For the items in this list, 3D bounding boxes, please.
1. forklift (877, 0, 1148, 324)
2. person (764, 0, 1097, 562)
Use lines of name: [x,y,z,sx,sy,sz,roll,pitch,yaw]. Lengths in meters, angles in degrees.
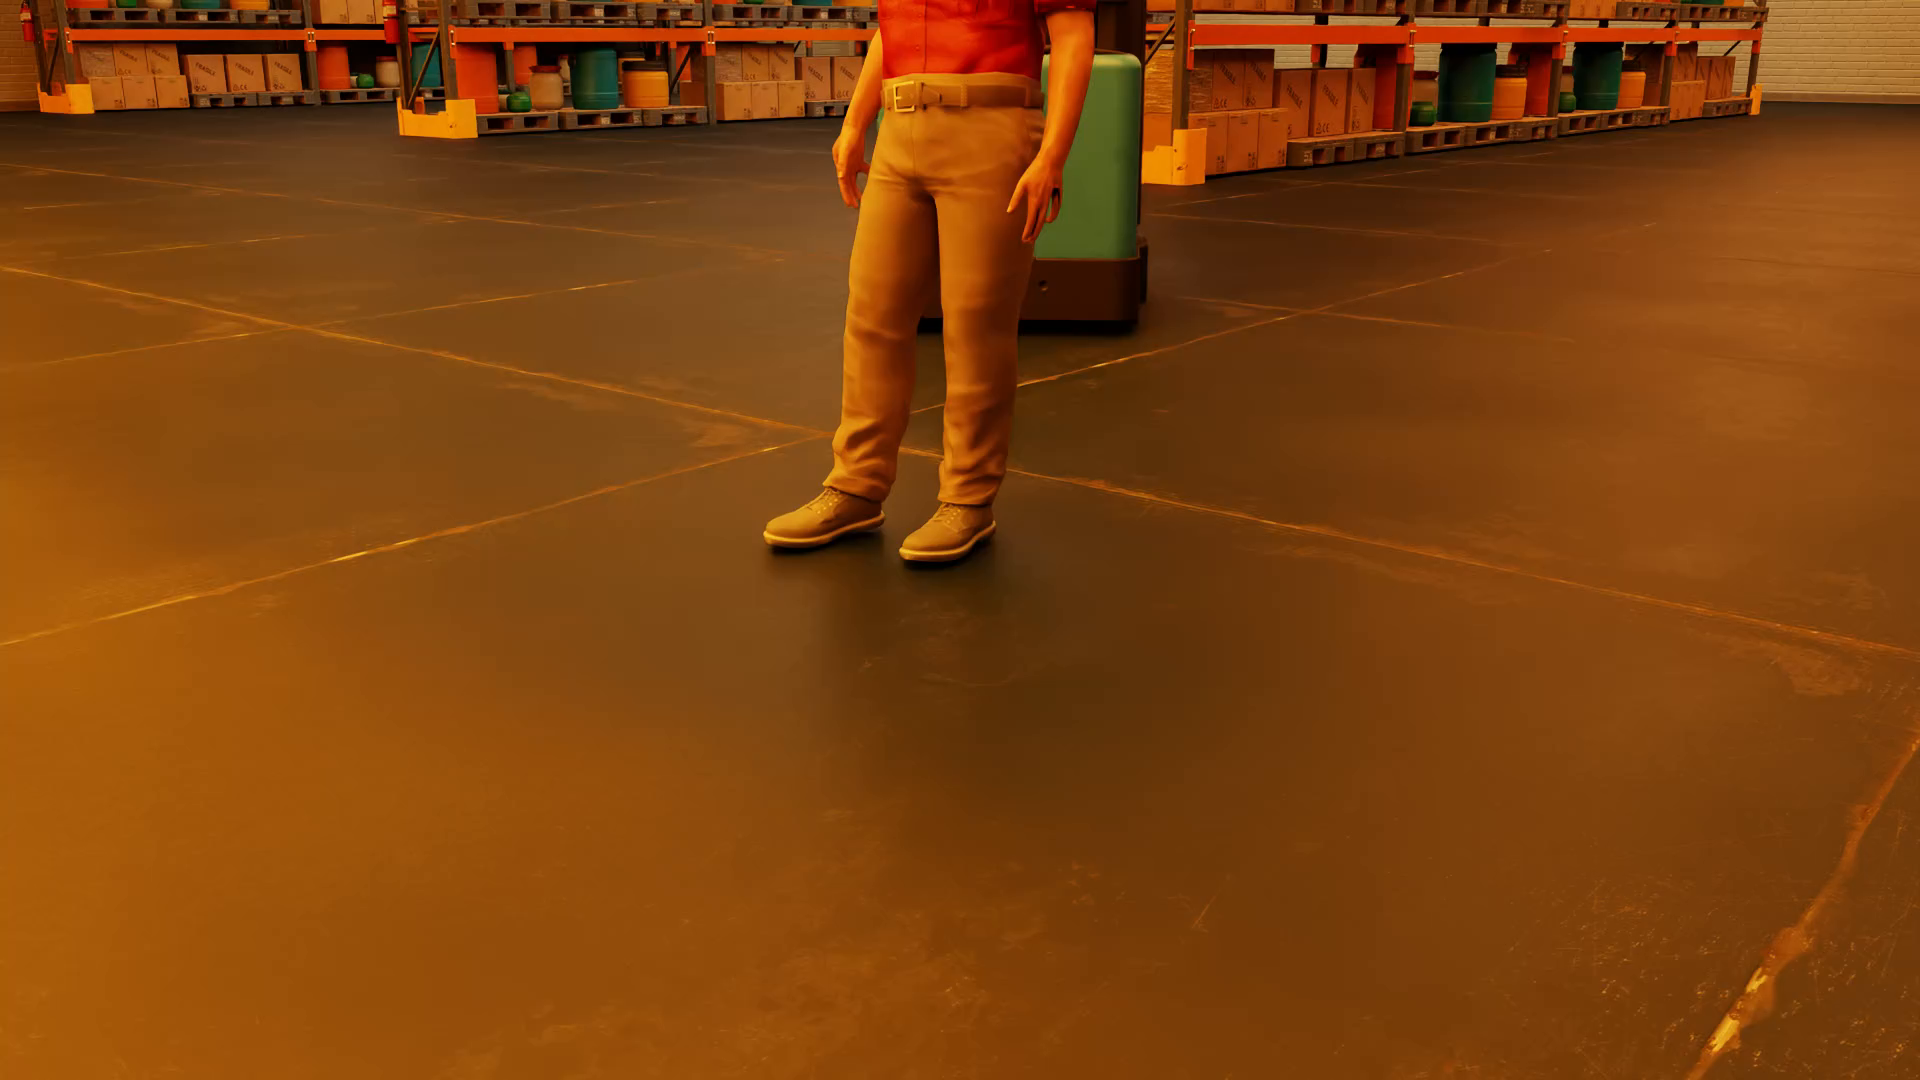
forklift: [0.311,-2.641,7.595,1.130,2.935,3.031,1,17,5]
person: [-0.066,-0.817,3.629,0.641,1.728,0.550,13,21,37]
